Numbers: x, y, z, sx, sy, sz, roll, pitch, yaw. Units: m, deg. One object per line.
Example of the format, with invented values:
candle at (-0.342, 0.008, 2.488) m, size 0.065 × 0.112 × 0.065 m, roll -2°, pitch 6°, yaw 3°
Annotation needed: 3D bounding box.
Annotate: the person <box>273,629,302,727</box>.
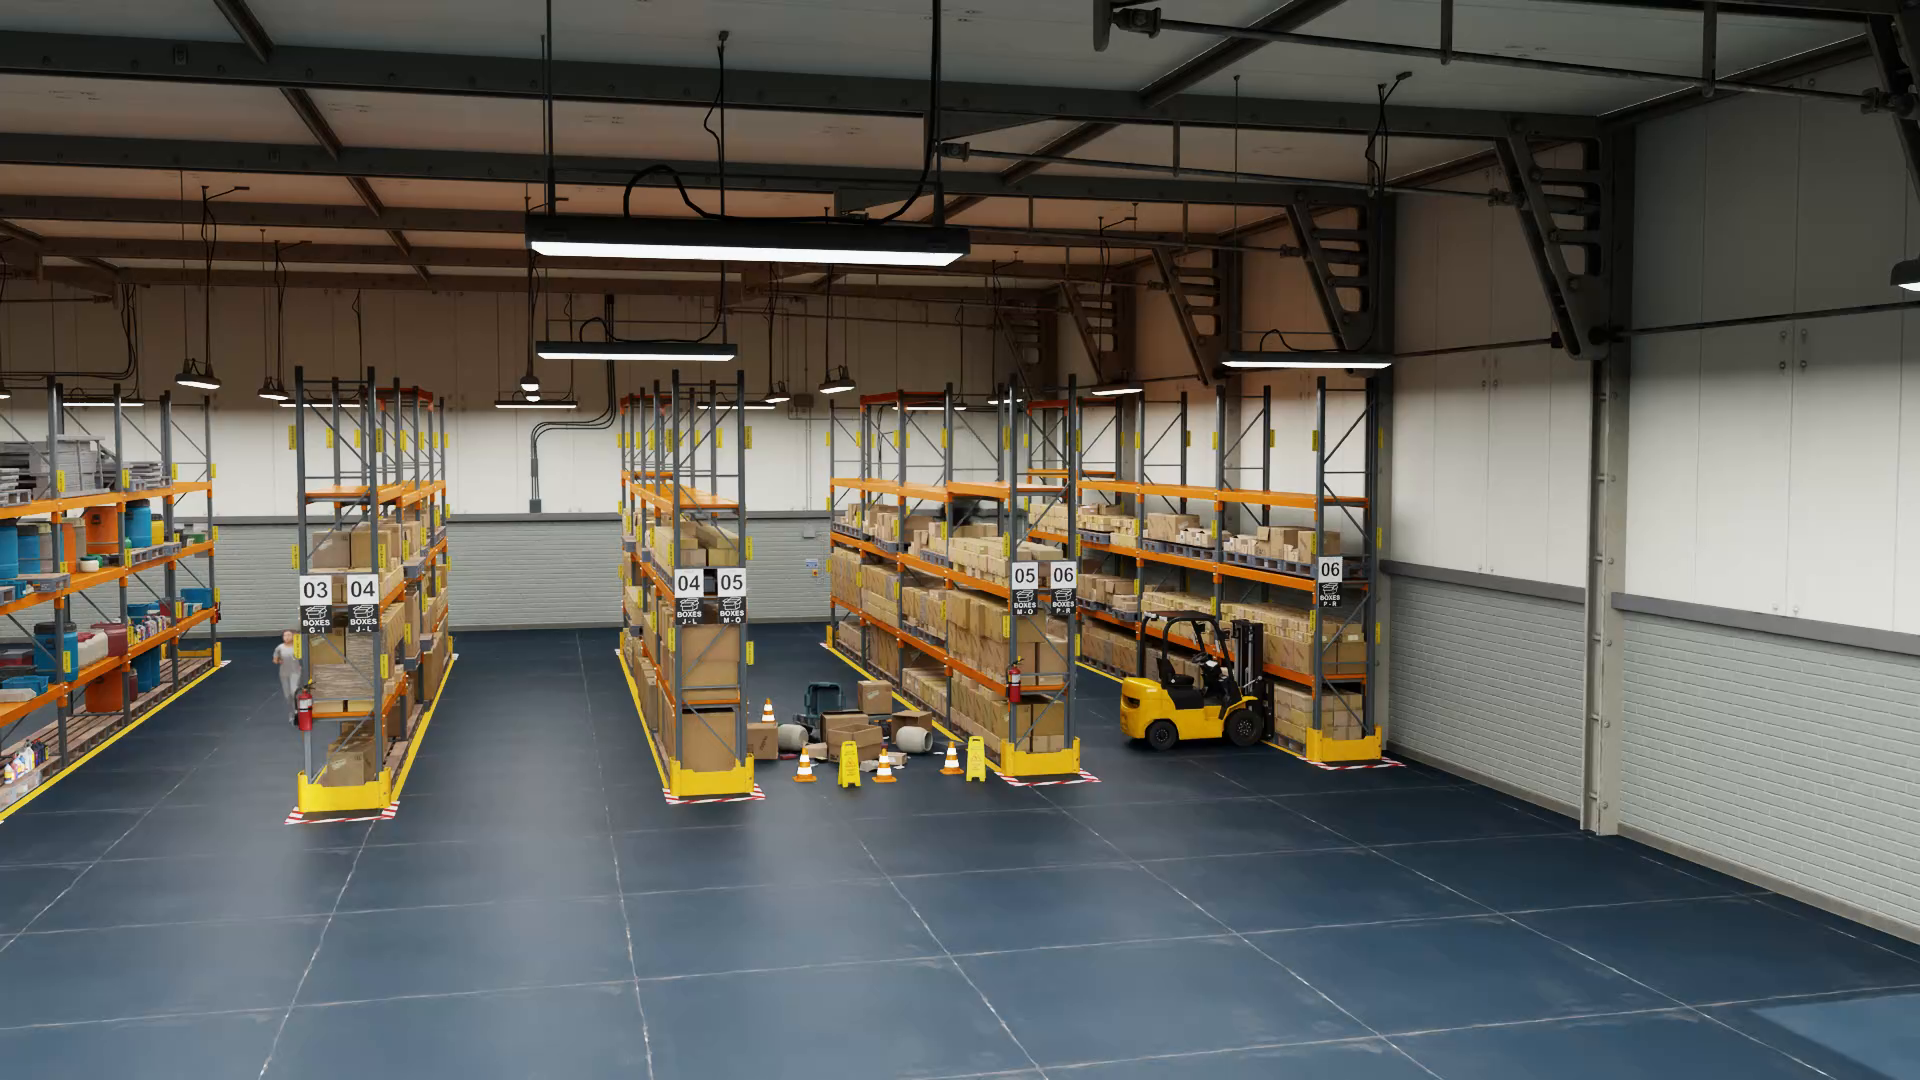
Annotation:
person at (-11.823, 2.422, 29.349) m, size 0.546 × 1.725 × 0.759 m, roll -1°, pitch 3°, yaw -11°
